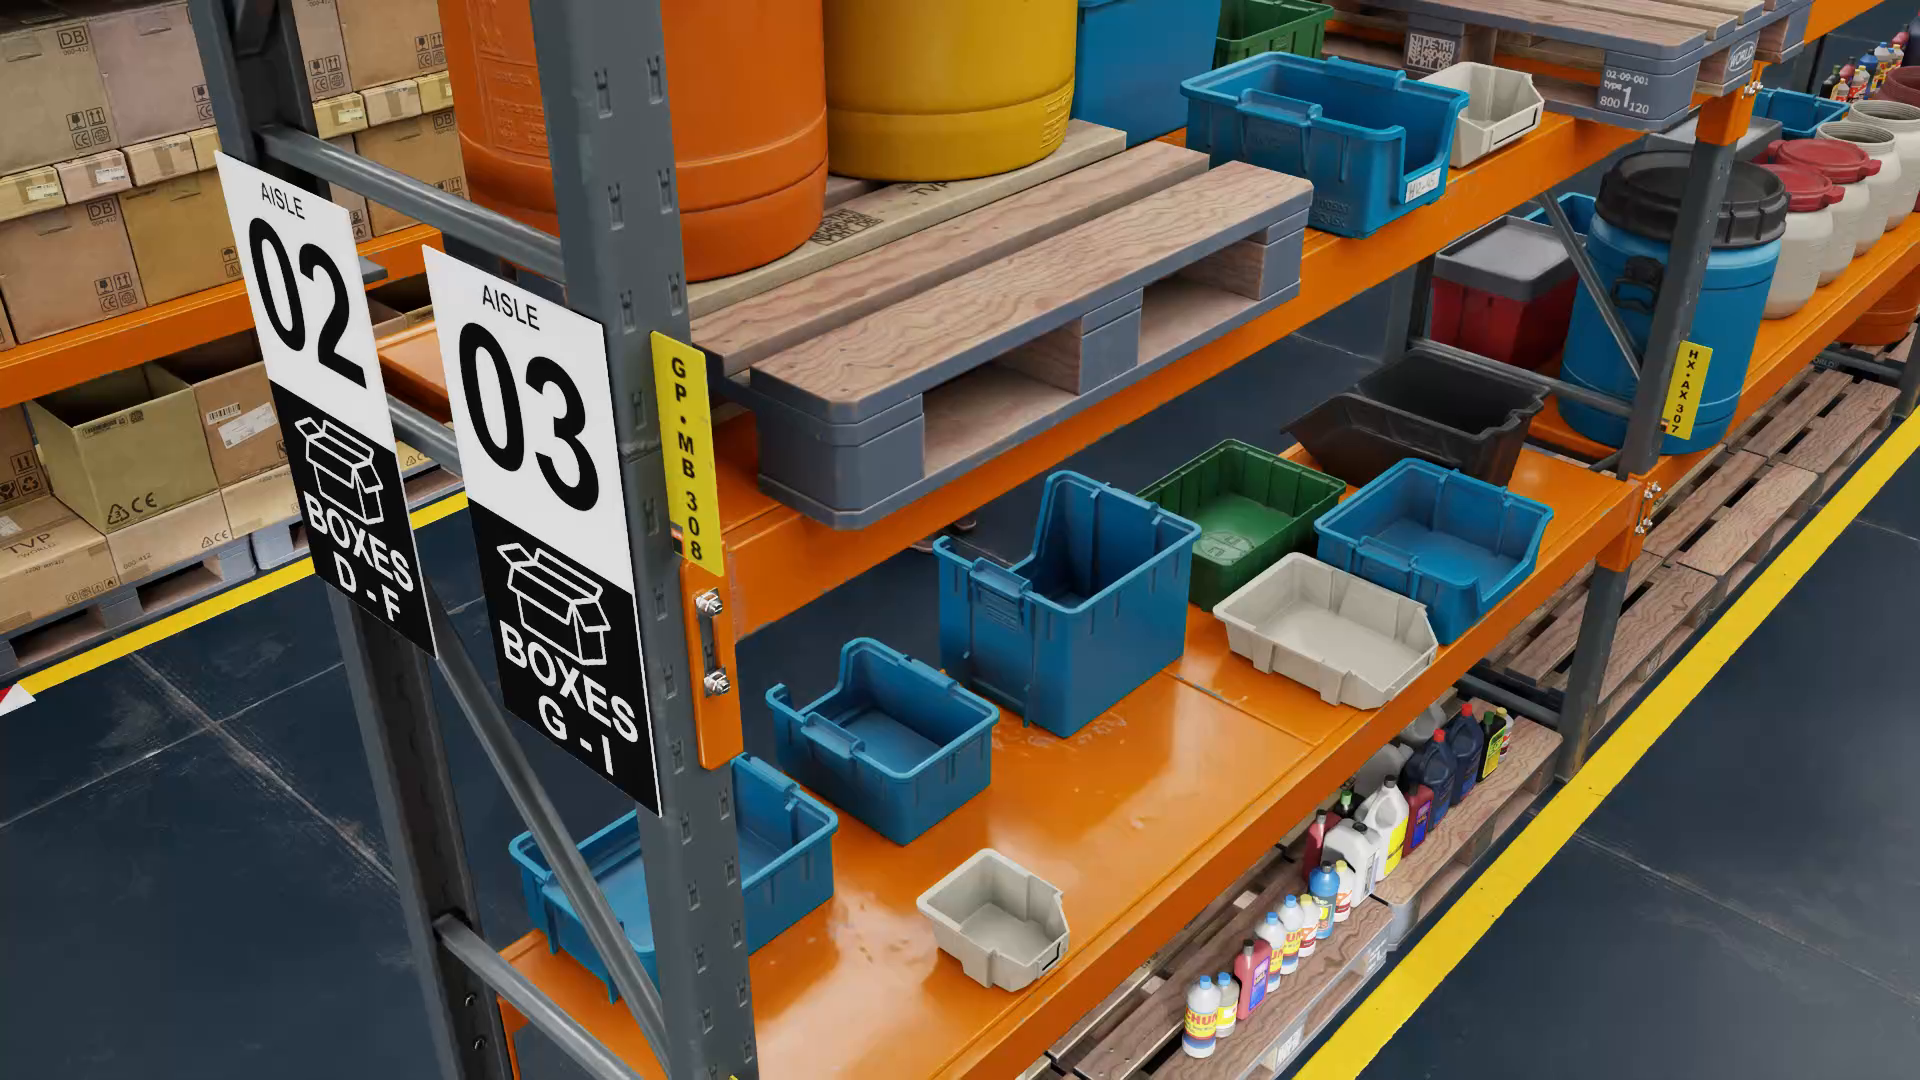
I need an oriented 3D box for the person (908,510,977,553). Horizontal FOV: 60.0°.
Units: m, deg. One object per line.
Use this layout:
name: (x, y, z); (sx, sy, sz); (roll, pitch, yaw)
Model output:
person: (-0.125, -0.725, 7.322); (0.348, 1.653, 0.523); (23, 38, 32)
